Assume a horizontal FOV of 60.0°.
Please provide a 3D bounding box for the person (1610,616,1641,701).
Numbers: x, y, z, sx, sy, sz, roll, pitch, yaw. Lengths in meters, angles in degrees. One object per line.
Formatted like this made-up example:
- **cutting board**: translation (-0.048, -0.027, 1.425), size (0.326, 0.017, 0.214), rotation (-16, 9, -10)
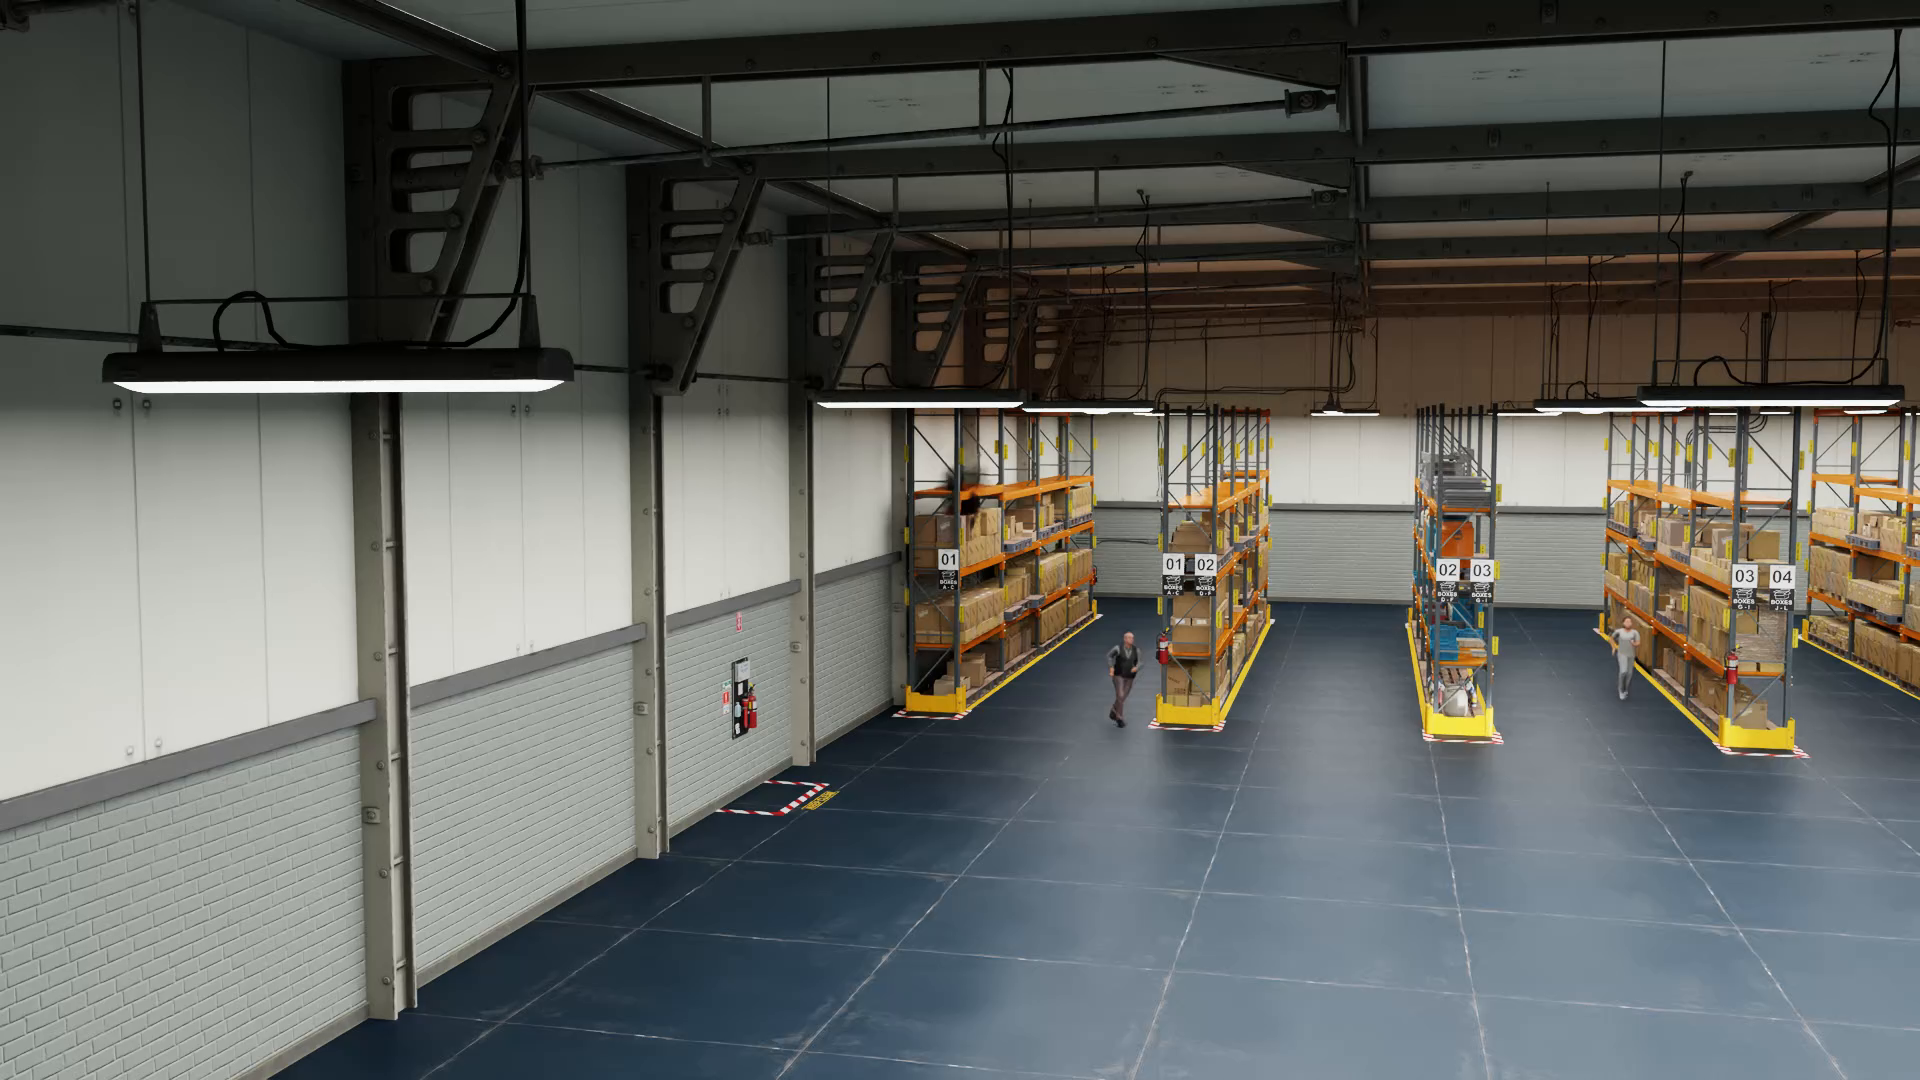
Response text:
- **person**: translation (13.620, 2.412, 34.023), size (0.531, 1.720, 0.738), rotation (0, 4, 7)

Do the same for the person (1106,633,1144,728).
- **person**: translation (3.114, 2.550, 31.214), size (0.658, 1.621, 0.817), rotation (-1, 4, -16)
